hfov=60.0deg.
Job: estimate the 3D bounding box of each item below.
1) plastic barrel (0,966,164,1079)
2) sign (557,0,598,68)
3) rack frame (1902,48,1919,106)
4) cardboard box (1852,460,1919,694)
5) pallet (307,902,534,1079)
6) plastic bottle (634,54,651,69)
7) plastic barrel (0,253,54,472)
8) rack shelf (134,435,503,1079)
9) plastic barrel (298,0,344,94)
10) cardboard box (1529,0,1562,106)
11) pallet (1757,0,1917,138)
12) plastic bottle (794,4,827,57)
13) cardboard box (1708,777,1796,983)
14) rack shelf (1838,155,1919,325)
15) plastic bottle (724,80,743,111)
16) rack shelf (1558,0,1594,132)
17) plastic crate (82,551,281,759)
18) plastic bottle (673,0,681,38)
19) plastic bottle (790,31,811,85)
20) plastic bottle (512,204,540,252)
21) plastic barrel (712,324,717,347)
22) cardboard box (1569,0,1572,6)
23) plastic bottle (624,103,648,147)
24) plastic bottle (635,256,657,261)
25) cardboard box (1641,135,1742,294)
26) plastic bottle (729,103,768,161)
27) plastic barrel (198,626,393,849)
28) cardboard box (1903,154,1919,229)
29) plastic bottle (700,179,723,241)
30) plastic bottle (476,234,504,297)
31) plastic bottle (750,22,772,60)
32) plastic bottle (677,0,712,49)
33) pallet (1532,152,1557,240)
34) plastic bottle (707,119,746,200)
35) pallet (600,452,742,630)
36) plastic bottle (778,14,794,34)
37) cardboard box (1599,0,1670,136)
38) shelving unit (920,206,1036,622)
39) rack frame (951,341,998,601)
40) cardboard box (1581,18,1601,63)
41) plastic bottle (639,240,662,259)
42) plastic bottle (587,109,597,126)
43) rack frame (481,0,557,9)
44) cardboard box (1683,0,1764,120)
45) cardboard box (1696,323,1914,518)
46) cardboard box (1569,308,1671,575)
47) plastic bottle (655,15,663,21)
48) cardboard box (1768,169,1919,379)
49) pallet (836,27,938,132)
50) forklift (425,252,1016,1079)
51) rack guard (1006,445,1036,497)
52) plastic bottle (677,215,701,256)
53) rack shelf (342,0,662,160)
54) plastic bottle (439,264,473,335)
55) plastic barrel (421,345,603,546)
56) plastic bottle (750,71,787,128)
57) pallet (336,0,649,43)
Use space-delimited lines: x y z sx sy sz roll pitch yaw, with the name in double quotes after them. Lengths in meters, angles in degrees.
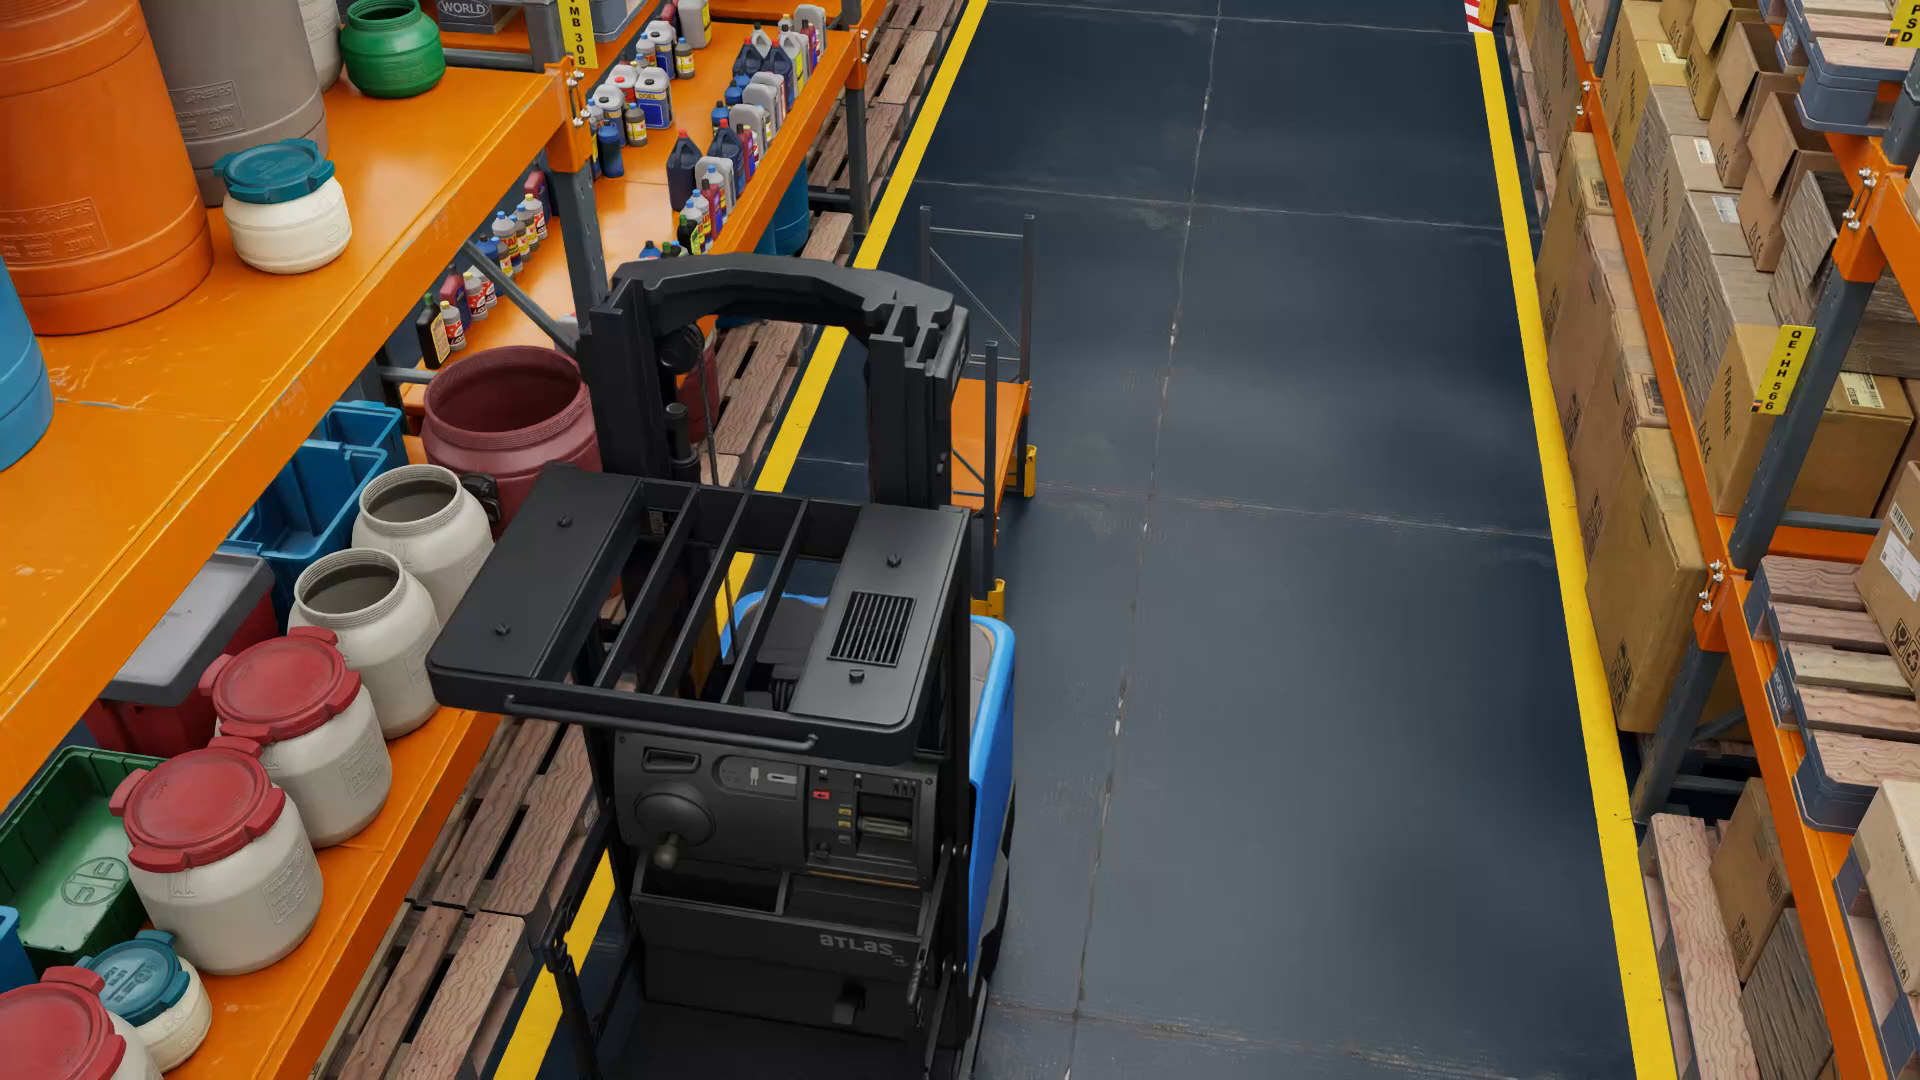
-2.055 1.309 3.803 0.433 0.535 0.433 0 40 0 "plastic barrel"
-1.201 -1.632 5.195 0.100 0.325 0.005 6 40 8 "sign"
3.134 -2.339 3.614 1.000 3.000 0.127 6 40 8 "rack frame"
3.080 0.116 4.944 0.500 0.500 0.500 2 40 2 "cardboard box"
-2.130 1.747 5.568 1.003 0.211 1.213 6 40 8 "pallet"
-1.635 -2.398 8.549 0.097 0.201 0.097 0 40 0 "plastic bottle"
-2.336 -0.576 3.442 0.600 0.901 0.708 6 40 8 "plastic barrel"
-2.091 0.959 4.897 1.077 0.370 4.000 6 40 8 "rack shelf"
-2.100 -1.611 4.999 0.421 0.512 0.421 0 40 0 "plastic barrel"
4.329 -3.409 10.954 0.875 0.875 0.875 6 40 8 "cardboard box"
3.193 -1.520 5.125 1.213 0.211 1.003 8 40 10 "pallet"
-0.802 -2.753 8.919 0.152 0.276 0.135 6 40 8 "plastic bottle"
3.038 1.190 5.670 0.700 0.500 0.500 4 40 5 "cardboard box"
2.788 0.350 3.281 1.077 0.370 4.000 6 40 8 "rack shelf"
-1.102 -2.123 8.161 0.097 0.271 0.097 0 40 0 "plastic bottle"
4.172 -3.515 10.309 1.077 0.370 4.000 6 40 8 "rack shelf"
-2.325 0.383 4.980 0.402 0.464 0.583 6 40 8 "plastic crate"
-1.536 -2.855 9.038 0.061 0.283 0.133 6 40 8 "plastic bottle"
-0.865 -2.523 8.642 0.152 0.276 0.135 6 40 8 "plastic bottle"
-1.916 -1.379 7.317 0.097 0.201 0.097 0 40 0 "plastic bottle"
-1.471 -1.158 8.516 0.421 0.512 0.421 0 40 0 "plastic barrel"
3.690 -3.152 9.502 0.380 0.149 0.250 7 40 9 "cardboard box"
-1.582 -2.030 8.103 0.097 0.201 0.097 0 40 0 "plastic bottle"
-1.271 -1.051 6.862 0.152 0.276 0.135 6 40 8 "plastic bottle"
3.243 -1.360 7.059 0.500 0.500 0.500 7 40 9 "cardboard box"
-1.016 -1.977 7.981 0.152 0.276 0.135 6 40 8 "plastic bottle"
-1.853 0.577 4.689 0.433 0.535 0.433 0 40 0 "plastic barrel"
2.802 -0.858 4.294 0.500 0.250 0.500 7 40 8 "cardboard box"
-1.106 -1.484 7.379 0.061 0.283 0.133 6 40 8 "plastic bottle"
-1.983 -1.162 6.999 0.097 0.271 0.097 0 40 0 "plastic bottle"
-1.031 -2.467 8.516 0.144 0.351 0.185 6 40 8 "plastic bottle"
-1.439 -2.854 8.983 0.144 0.351 0.185 6 40 8 "plastic bottle"
4.035 -1.931 10.017 1.003 0.211 1.213 6 40 8 "pallet"
-1.080 -1.760 7.660 0.144 0.351 0.185 6 40 8 "plastic bottle"
-1.649 0.002 7.678 1.003 0.211 1.213 6 40 8 "pallet"
-0.928 -2.726 8.946 0.097 0.201 0.097 0 40 0 "plastic bottle"
3.500 -2.315 8.214 0.500 0.500 0.500 7 40 8 "cardboard box"
-0.013 -0.530 7.311 0.587 1.500 1.083 6 40 8 "shelving unit"
-0.103 -0.205 6.918 0.500 1.500 0.032 6 40 8 "rack frame"
3.556 -2.668 8.917 0.380 0.149 0.250 7 40 8 "cardboard box"
-1.284 -1.126 6.956 0.097 0.271 0.097 0 40 0 "plastic bottle"
-1.772 -1.928 7.925 0.097 0.271 0.097 0 40 0 "plastic bottle"
-1.744 -2.885 4.274 1.000 3.000 0.127 6 40 8 "rack frame"
3.593 -2.131 7.205 0.797 0.503 0.637 7 40 8 "cardboard box"
2.975 -0.402 5.901 0.500 0.500 0.500 8 40 9 "cardboard box"
3.436 -0.359 7.265 1.225 0.875 0.875 7 40 8 "cardboard box"
-1.578 -2.631 8.777 0.097 0.271 0.097 0 40 0 "plastic bottle"
3.276 -0.909 5.727 0.797 0.503 0.637 8 40 9 "cardboard box"
-0.754 -3.242 11.603 1.003 0.211 1.213 6 40 8 "pallet"
-0.560 0.844 4.526 1.130 2.935 3.031 7 40 8 "forklift"
0.073 -0.361 8.087 0.587 0.250 0.087 6 40 8 "rack guard"
-1.163 -1.278 7.130 0.061 0.283 0.133 6 40 8 "plastic bottle"
-1.398 -2.707 6.977 1.077 0.370 4.000 6 40 8 "rack shelf"
-2.055 -0.974 6.762 0.061 0.283 0.133 6 40 8 "plastic bottle"
-1.526 -0.301 5.750 0.600 0.536 0.708 6 40 8 "plastic barrel"
-0.953 -2.207 8.259 0.152 0.276 0.135 6 40 8 "plastic bottle"
-1.516 -2.126 5.858 1.003 0.211 1.213 6 40 8 "pallet"
